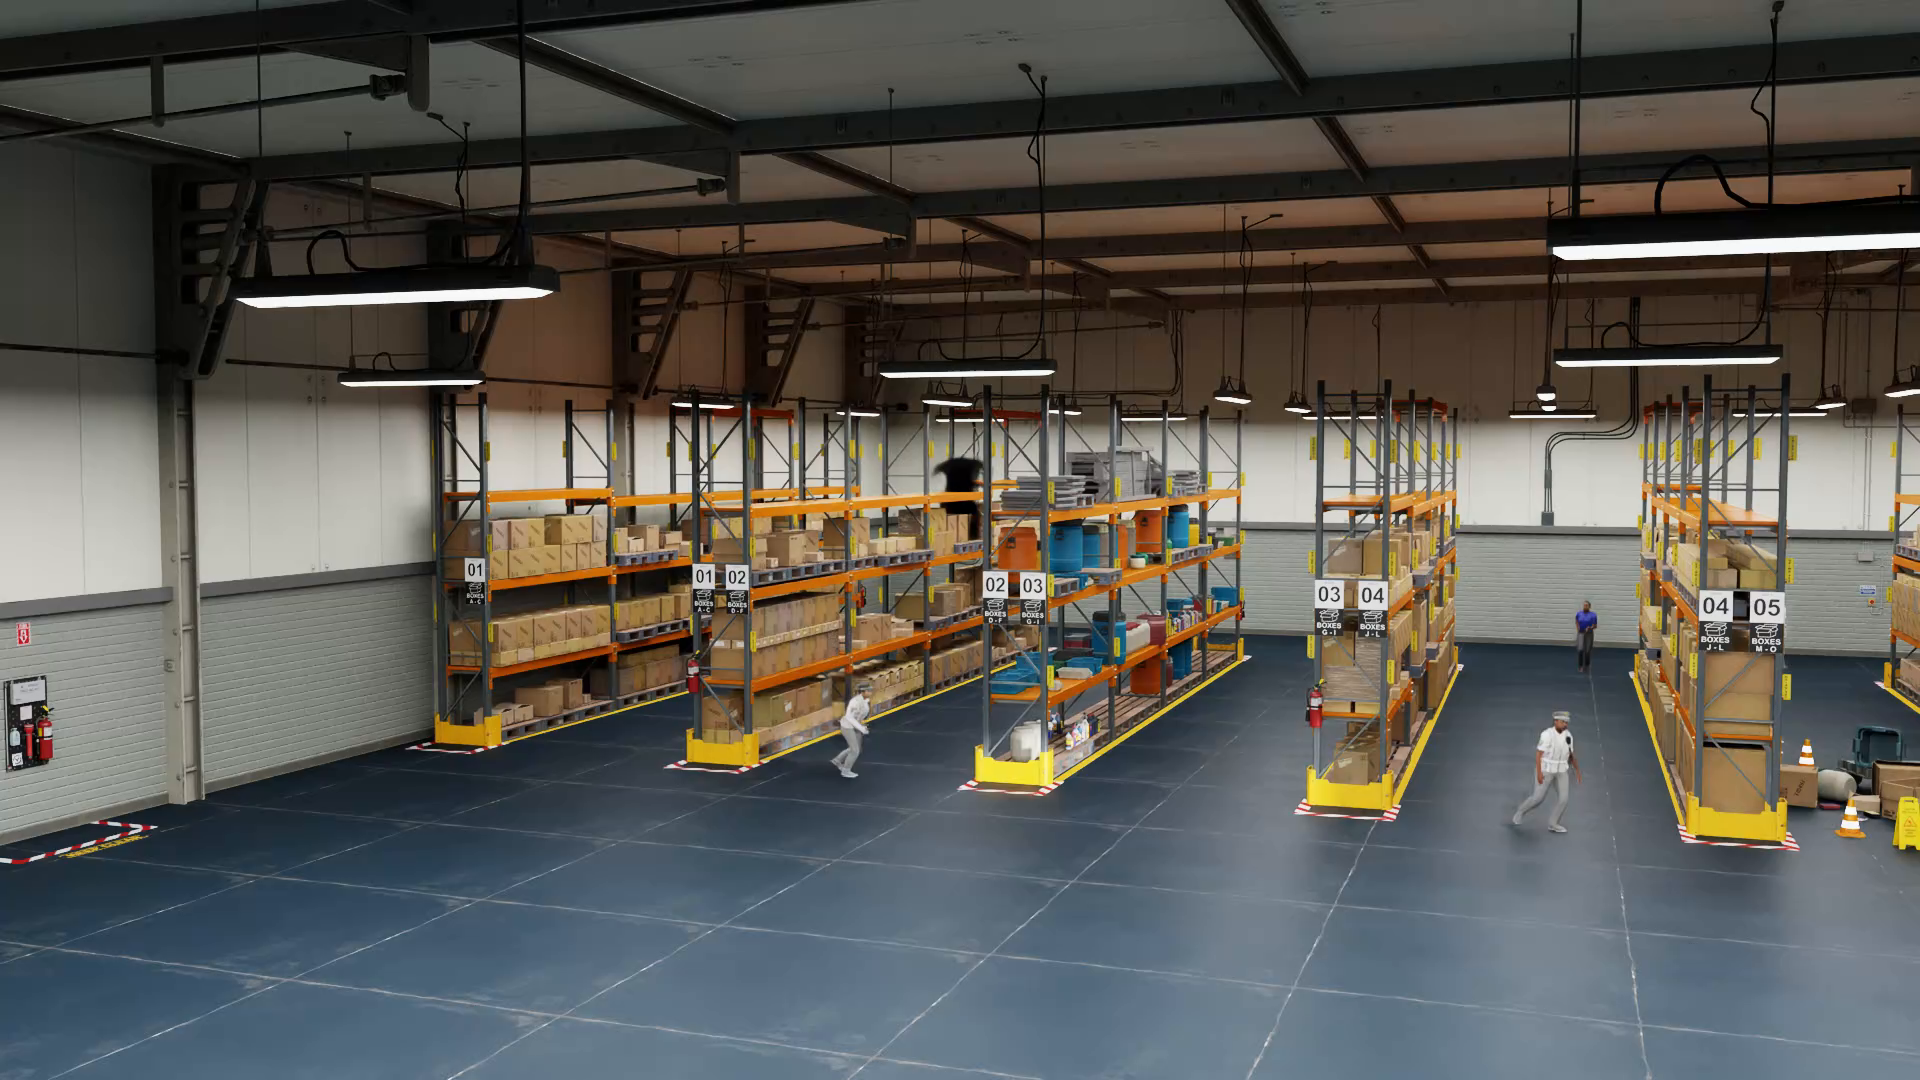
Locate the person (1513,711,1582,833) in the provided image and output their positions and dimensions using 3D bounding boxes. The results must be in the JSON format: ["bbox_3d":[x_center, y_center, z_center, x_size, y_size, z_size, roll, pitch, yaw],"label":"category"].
[{"bbox_3d":[7.745,3.028,21.931,0.748,1.620,0.621,-1,3,-12],"label":"person"}]

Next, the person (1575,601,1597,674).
[{"bbox_3d":[14.143,2.198,37.572,0.464,1.670,0.804,1,3,20],"label":"person"}]

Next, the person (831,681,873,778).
[{"bbox_3d":[-1.664,2.891,25.477,0.837,1.510,0.578,2,3,27],"label":"person"}]
